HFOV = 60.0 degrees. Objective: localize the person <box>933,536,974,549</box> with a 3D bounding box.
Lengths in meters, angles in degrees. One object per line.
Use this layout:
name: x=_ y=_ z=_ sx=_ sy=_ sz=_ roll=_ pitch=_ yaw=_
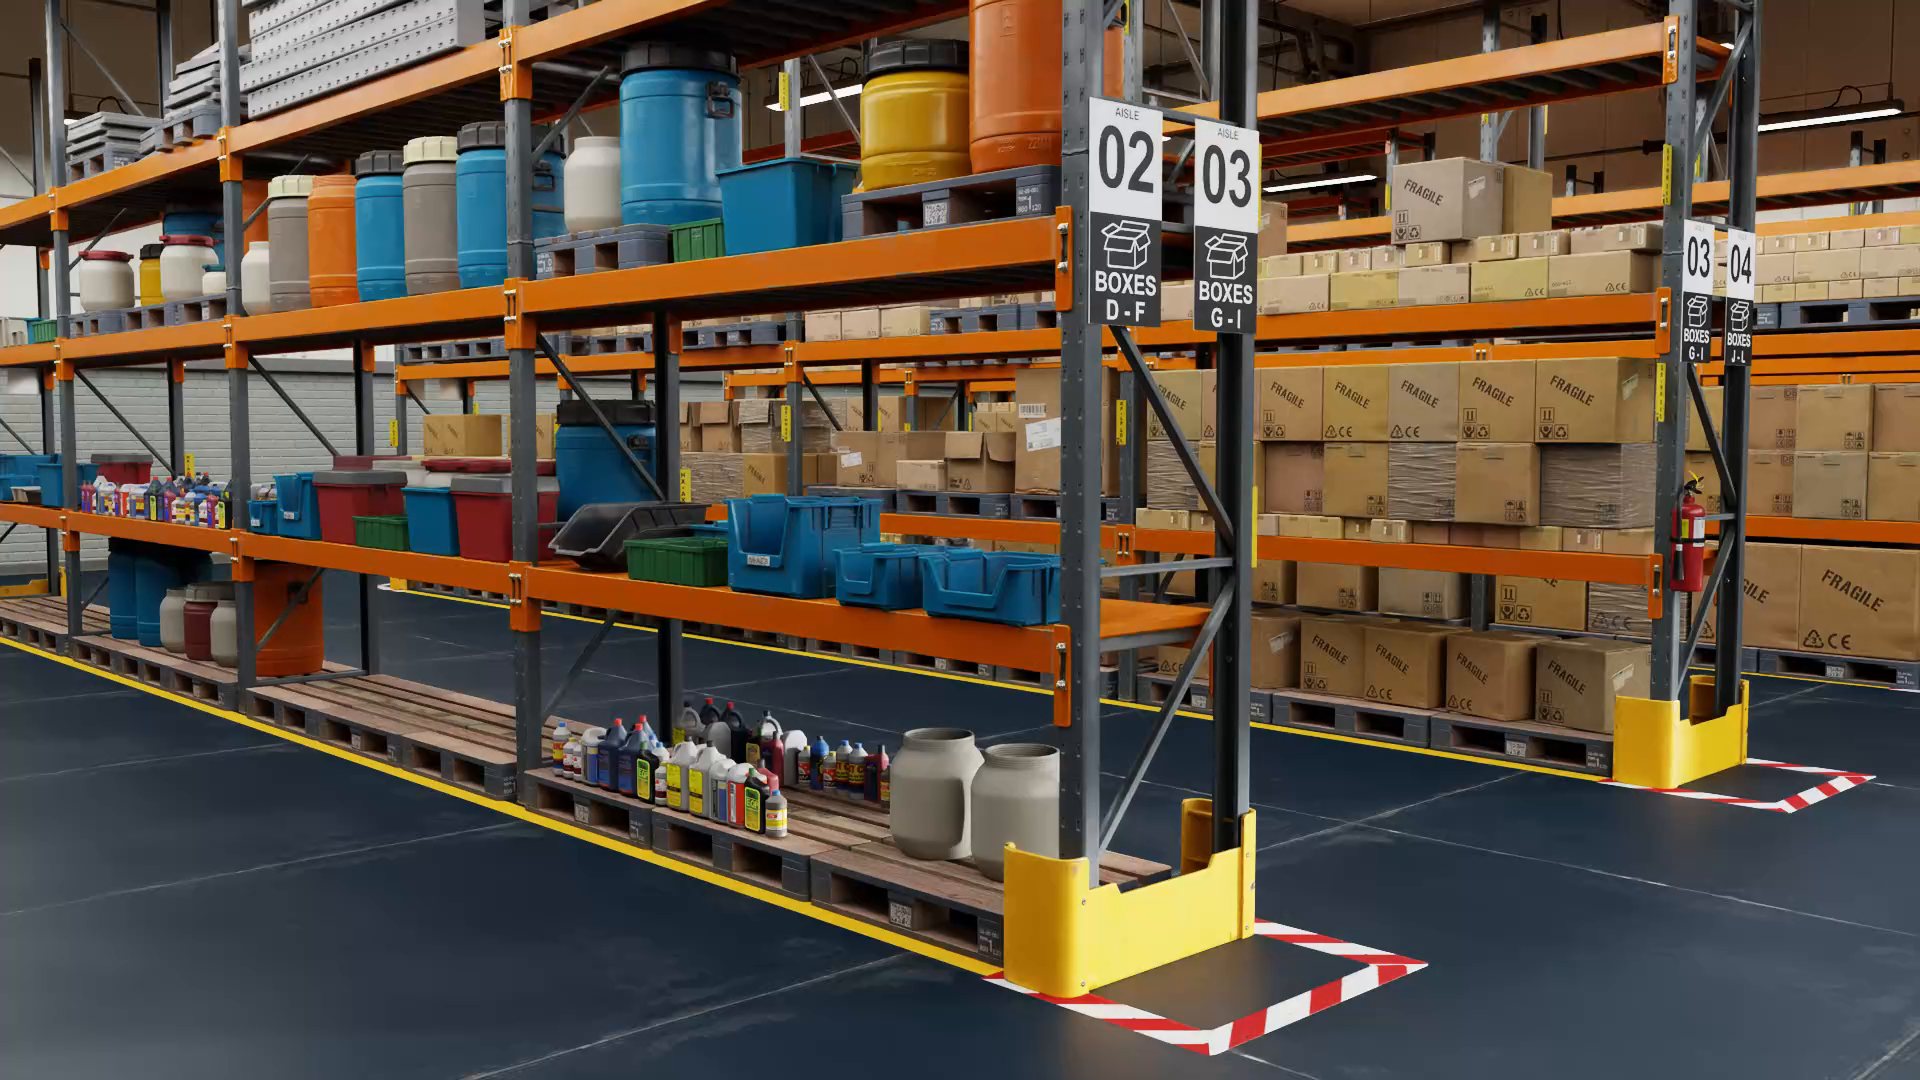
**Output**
person: x=-0.042 y=-0.118 z=18.689 sx=0.569 sy=1.787 sz=0.675 roll=3 pitch=5 yaw=40
